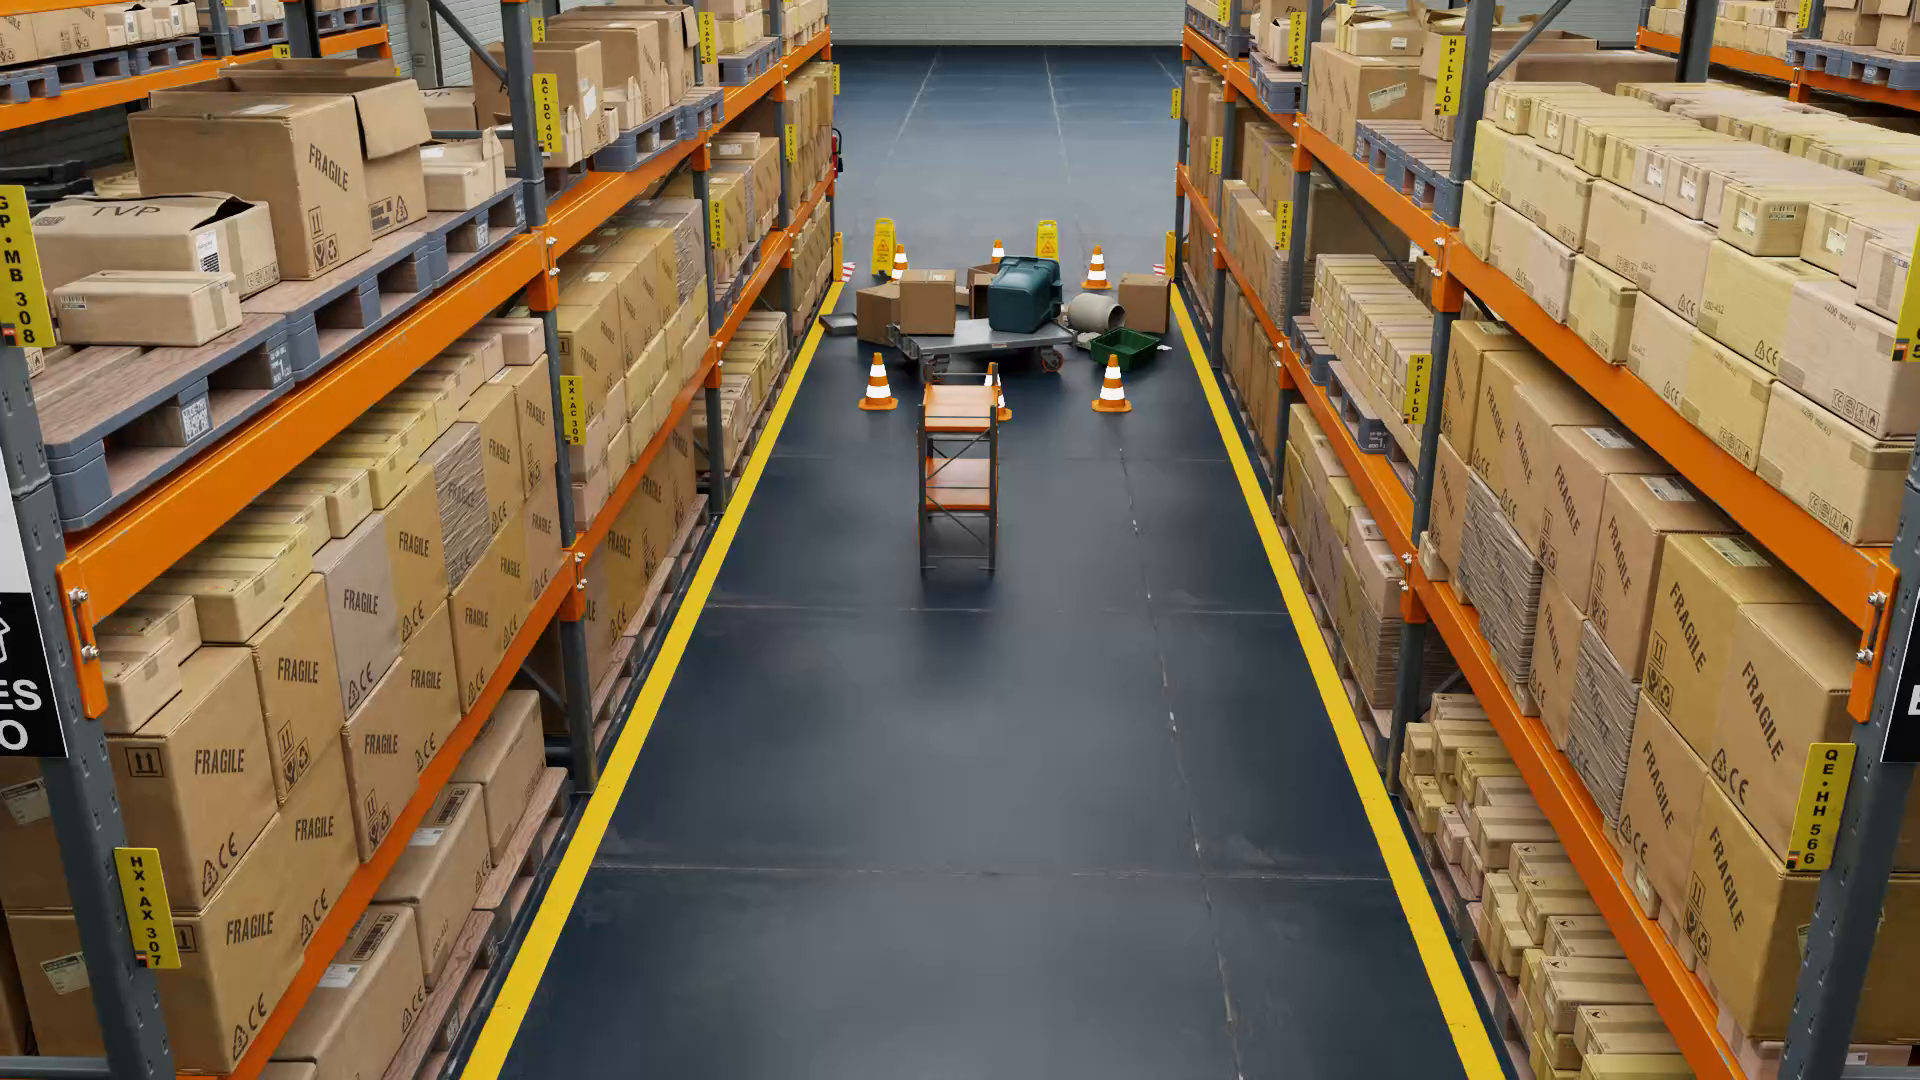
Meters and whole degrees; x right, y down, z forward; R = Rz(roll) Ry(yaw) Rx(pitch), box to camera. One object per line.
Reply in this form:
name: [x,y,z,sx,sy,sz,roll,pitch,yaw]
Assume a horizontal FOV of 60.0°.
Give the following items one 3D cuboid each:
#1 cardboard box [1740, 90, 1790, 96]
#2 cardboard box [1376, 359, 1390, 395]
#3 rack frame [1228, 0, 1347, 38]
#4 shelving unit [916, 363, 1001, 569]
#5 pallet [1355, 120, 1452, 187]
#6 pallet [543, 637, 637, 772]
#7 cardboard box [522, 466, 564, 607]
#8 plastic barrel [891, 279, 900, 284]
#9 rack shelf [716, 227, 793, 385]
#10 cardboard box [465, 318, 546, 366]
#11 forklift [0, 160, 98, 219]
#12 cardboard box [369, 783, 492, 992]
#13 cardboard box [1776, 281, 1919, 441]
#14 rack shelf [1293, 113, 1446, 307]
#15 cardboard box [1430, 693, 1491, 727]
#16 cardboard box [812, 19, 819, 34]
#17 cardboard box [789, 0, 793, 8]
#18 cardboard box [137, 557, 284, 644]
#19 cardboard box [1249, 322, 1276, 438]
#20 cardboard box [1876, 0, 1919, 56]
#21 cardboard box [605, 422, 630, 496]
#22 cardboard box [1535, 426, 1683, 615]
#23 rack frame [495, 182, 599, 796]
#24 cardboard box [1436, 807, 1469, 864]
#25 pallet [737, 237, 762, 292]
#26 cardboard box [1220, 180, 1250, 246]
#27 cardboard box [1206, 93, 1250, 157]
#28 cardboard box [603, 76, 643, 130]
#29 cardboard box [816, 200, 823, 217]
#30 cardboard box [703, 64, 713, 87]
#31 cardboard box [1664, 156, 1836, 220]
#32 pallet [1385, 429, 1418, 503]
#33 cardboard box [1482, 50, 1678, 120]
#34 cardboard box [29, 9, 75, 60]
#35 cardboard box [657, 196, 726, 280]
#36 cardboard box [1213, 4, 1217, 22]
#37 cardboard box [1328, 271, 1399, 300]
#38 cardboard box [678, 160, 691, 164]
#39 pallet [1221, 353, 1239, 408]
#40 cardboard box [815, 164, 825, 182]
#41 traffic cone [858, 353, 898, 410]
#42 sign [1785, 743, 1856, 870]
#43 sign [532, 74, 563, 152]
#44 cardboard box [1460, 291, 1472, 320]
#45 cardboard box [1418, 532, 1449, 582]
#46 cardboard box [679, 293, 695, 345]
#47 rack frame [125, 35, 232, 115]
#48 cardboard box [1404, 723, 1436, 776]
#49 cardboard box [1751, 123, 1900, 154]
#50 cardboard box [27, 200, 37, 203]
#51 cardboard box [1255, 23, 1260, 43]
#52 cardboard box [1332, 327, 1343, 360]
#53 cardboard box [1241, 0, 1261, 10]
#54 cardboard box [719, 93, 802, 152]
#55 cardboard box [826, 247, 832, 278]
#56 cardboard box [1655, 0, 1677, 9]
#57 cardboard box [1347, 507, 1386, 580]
cardboard box: [7.581,-3.938,15.599,0.500,0.500,0.500,1,21,2]
cardboard box: [2.475,-0.879,9.004,0.380,0.149,0.250,0,21,-1]
rack frame: [2.874,-5.828,14.108,1.000,3.000,0.127,1,21,2]
shelving unit: [0.000,-0.522,11.319,0.538,1.125,1.048,1,21,2]
pallet: [2.784,-2.046,8.769,1.213,0.211,1.003,1,21,2]
pallet: [-2.372,0.864,9.010,1.003,0.211,1.213,1,21,2]
cardboard box: [-2.079,-0.032,7.327,0.500,0.500,0.500,1,21,2]
plastic barrel: [-0.505,-2.530,17.465,0.512,0.421,0.421,18,27,38]
rack shelf: [-2.138,-1.990,13.506,1.077,0.370,4.000,1,21,2]
cardboard box: [-2.012,-0.856,7.172,0.380,0.149,0.250,0,21,1]
forklift: [-4.751,-0.651,9.156,1.130,2.935,3.031,0,21,1]
cardboard box: [-2.474,1.392,6.756,0.875,0.438,0.875,0,21,0]
cardboard box: [2.268,-0.423,3.842,0.500,0.250,0.500,0,21,0]
rack shelf: [2.691,-1.924,9.190,1.077,0.370,4.000,1,21,2]
cardboard box: [2.413,0.840,7.755,0.380,0.149,0.250,1,21,4]
cardboard box: [-1.704,-5.458,17.650,0.380,0.149,0.250,1,21,3]
cardboard box: [-1.746,-5.002,15.371,0.380,0.149,0.250,0,21,0]
cardboard box: [-2.095,0.161,4.549,0.380,0.149,0.250,1,21,3]
cardboard box: [2.884,-1.267,13.176,1.050,0.750,0.750,1,21,2]
cardboard box: [7.687,-4.072,13.008,0.797,0.503,0.637,1,21,4]
cardboard box: [-2.029,-0.429,8.696,0.500,0.250,0.500,0,21,0]
cardboard box: [2.309,-0.074,5.642,0.500,0.500,0.500,0,21,0]
rack frame: [-2.321,-0.156,7.785,1.000,3.000,0.127,1,21,2]
cardboard box: [2.334,1.310,7.367,0.380,0.149,0.250,1,21,1]
pallet: [-2.180,-2.229,13.392,1.003,0.211,1.213,1,21,2]
cardboard box: [2.589,-2.890,14.693,0.500,0.500,0.500,1,21,2]
cardboard box: [2.820,-3.937,15.829,0.875,0.550,0.550,1,21,2]
cardboard box: [-1.915,-2.344,8.883,0.396,0.266,0.258,2,21,6]
cardboard box: [-1.674,-3.544,17.803,0.380,0.149,0.250,1,21,3]
cardboard box: [-2.160,-3.390,11.834,0.700,0.500,0.500,1,21,2]
cardboard box: [2.296,-1.025,4.844,0.380,0.149,0.250,1,21,3]
pallet: [2.799,-0.323,8.481,1.003,0.211,1.213,1,21,2]
cardboard box: [2.752,-1.915,7.452,0.700,0.500,0.500,1,21,2]
cardboard box: [-6.979,-3.786,12.136,0.700,0.500,0.500,0,21,1]
cardboard box: [-1.954,-2.144,11.777,0.500,0.500,0.500,0,21,0]
cardboard box: [2.587,-4.967,15.664,0.380,0.149,0.250,1,21,2]
cardboard box: [2.527,-1.590,10.424,0.380,0.149,0.250,1,21,1]
cardboard box: [-2.422,-2.904,13.736,0.500,0.500,0.500,1,21,1]
pallet: [2.925,-1.451,14.976,1.003,0.211,1.213,1,21,2]
cardboard box: [-1.657,-3.962,17.939,0.380,0.149,0.250,1,21,3]
traffic cone: [-0.716,-1.402,14.503,0.336,0.463,0.334,1,21,2]
sign: [1.954,0.608,3.779,0.100,0.325,0.005,1,21,2]
sign: [-1.766,-1.827,7.120,0.100,0.325,0.005,1,21,2]
cardboard box: [3.160,-1.389,9.906,0.380,0.149,0.250,1,21,2]
cardboard box: [2.295,0.078,7.529,0.380,0.149,0.250,1,21,4]
cardboard box: [-1.972,-1.402,10.512,0.500,0.250,0.500,0,21,0]
rack frame: [-7.039,-3.102,15.377,1.000,3.000,0.127,1,21,2]
cardboard box: [2.299,0.984,7.796,0.380,0.149,0.250,2,21,4]
cardboard box: [2.880,-1.302,5.555,0.380,0.149,0.250,0,21,1]
cardboard box: [-7.440,-2.588,13.016,0.380,0.149,0.250,0,21,1]
cardboard box: [2.571,-4.051,13.303,0.380,0.149,0.250,1,21,2]
cardboard box: [2.514,-1.211,10.271,0.380,0.149,0.250,2,21,4]
cardboard box: [2.632,-4.921,14.996,0.500,0.250,0.500,0,21,1]
cardboard box: [-1.847,-3.857,15.390,0.700,0.500,0.500,0,21,1]
cardboard box: [-1.712,-3.105,18.605,0.500,0.250,0.500,1,21,1]
cardboard box: [7.606,-5.711,17.609,0.380,0.149,0.250,1,21,3]
cardboard box: [2.429,0.024,9.159,0.500,0.250,0.500,2,21,4]
